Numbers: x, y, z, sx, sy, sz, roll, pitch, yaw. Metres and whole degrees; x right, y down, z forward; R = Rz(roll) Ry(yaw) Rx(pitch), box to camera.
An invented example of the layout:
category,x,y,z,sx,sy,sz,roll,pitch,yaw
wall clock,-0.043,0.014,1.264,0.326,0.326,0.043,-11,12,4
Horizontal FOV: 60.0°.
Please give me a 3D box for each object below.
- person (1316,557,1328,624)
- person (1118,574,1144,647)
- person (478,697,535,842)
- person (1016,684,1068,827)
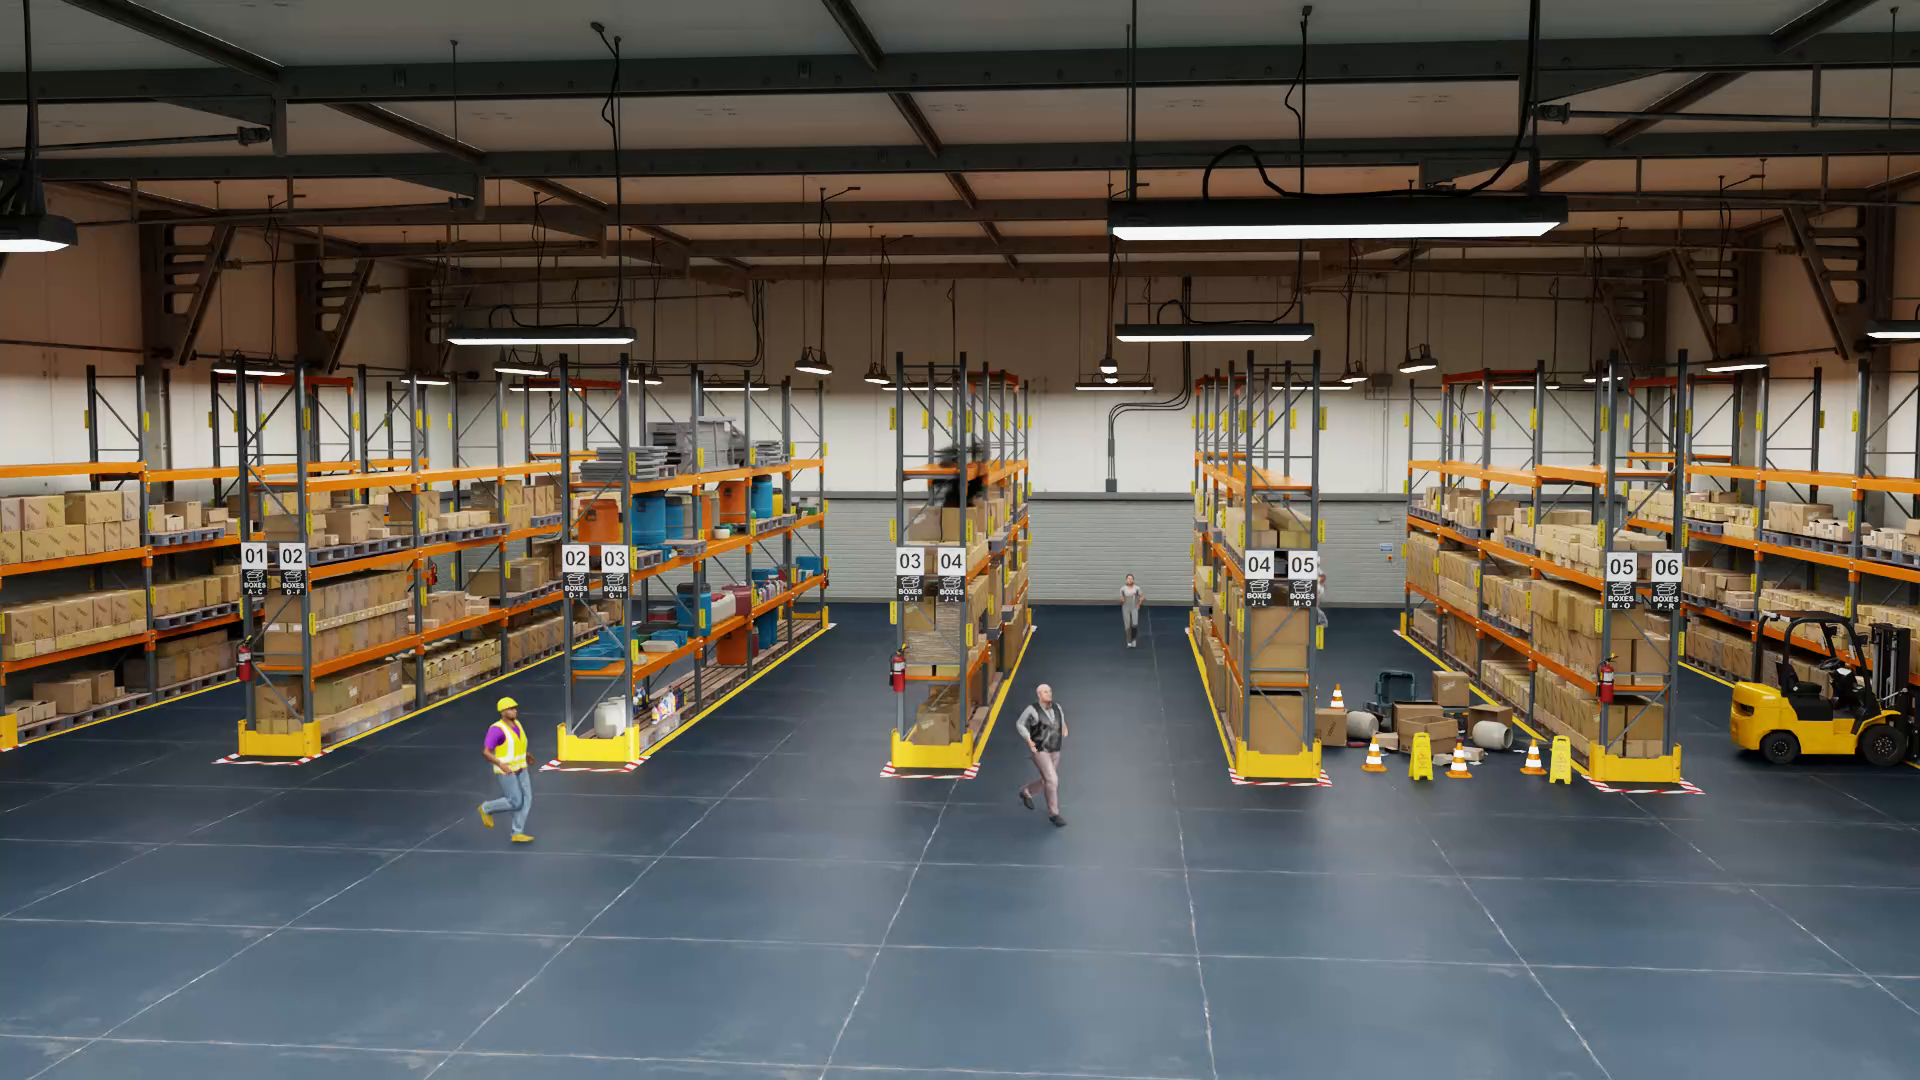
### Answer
category,x,y,z,sx,sy,sz,roll,pitch,yaw
person,8.586,1.230,40.369,0.704,1.669,0.707,1,4,14
person,3.764,1.566,36.670,0.552,1.631,0.577,1,4,8
person,-5.385,2.736,19.841,0.712,1.731,0.700,2,4,22
person,1.060,2.663,20.868,0.649,1.735,0.888,-3,5,-40
